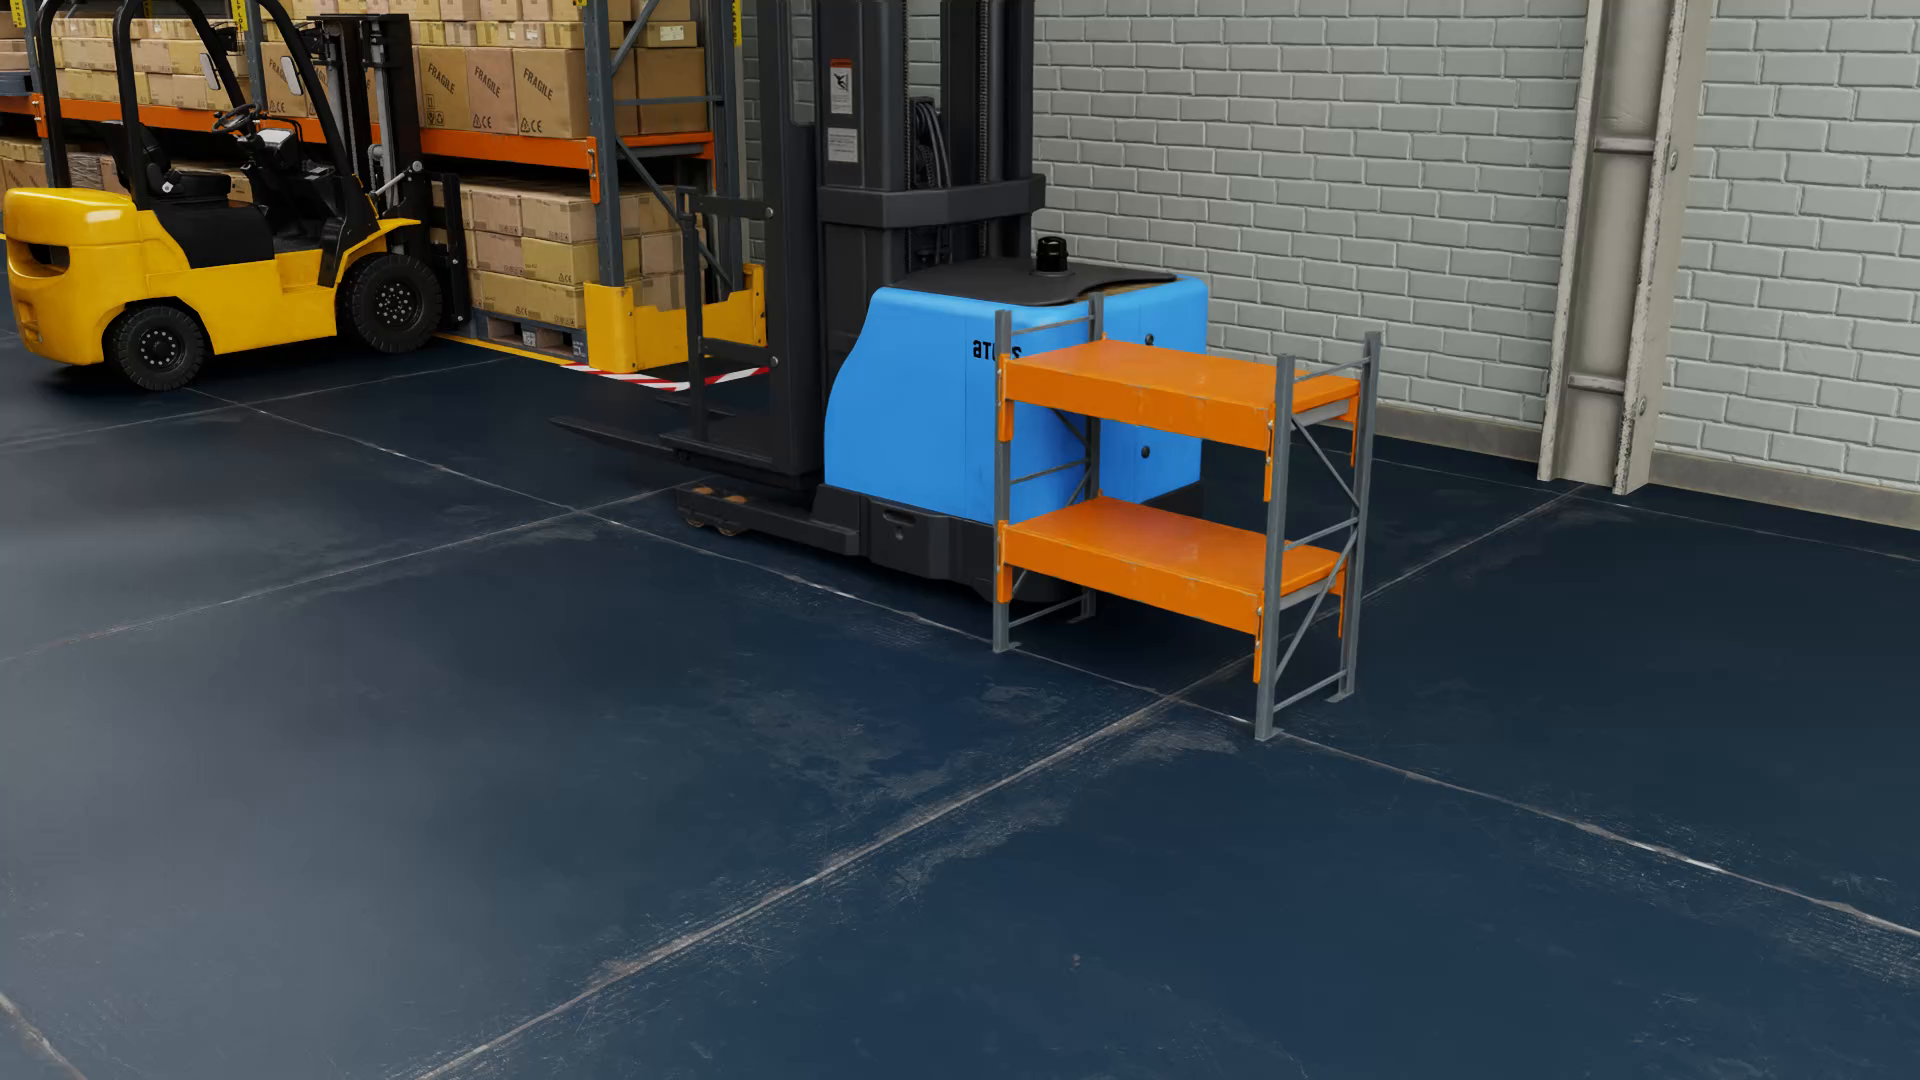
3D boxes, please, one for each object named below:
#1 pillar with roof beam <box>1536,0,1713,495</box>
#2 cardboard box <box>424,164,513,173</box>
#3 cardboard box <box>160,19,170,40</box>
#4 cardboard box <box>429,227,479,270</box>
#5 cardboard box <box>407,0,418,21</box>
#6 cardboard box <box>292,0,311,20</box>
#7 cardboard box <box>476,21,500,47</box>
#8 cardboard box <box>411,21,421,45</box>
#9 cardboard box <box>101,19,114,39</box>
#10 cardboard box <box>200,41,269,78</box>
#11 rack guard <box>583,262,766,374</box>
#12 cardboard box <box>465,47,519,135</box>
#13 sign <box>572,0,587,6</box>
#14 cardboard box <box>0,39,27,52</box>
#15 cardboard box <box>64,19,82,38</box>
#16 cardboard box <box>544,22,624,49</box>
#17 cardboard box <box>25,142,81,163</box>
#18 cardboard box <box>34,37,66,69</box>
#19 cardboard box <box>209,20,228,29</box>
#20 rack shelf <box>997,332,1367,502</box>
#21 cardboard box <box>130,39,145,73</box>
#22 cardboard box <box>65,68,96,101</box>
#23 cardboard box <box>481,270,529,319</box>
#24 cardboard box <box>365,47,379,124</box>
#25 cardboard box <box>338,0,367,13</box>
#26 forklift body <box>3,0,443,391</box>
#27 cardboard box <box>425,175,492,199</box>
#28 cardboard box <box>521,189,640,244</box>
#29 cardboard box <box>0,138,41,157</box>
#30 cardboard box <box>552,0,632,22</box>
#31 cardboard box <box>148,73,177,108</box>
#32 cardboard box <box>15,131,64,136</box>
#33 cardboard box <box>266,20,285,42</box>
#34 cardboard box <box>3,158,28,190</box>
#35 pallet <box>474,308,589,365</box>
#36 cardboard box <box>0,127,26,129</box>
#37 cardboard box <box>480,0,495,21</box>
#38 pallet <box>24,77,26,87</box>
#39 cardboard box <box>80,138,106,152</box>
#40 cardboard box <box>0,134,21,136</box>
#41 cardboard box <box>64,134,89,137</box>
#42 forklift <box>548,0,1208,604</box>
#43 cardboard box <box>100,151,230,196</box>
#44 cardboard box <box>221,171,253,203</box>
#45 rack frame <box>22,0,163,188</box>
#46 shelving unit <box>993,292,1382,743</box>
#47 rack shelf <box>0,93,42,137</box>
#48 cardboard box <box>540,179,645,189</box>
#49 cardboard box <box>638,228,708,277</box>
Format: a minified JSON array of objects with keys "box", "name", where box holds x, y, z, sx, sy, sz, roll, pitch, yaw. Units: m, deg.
[{"box":[-0.018,-3.584,3.028,0.400,9.000,9.100,15,23,39],"name":"pillar with roof beam"},{"box":[-3.463,-2.471,11.636,0.500,0.250,0.500,15,23,40],"name":"cardboard box"},{"box":[-5.913,-3.936,12.818,0.250,0.149,0.380,14,23,38],"name":"cardboard box"},{"box":[-3.065,-1.916,10.716,0.500,0.250,0.500,14,23,38],"name":"cardboard box"},{"box":[-3.285,-3.389,10.602,0.250,0.149,0.380,15,23,40],"name":"cardboard box"},{"box":[-4.409,-3.702,11.588,0.250,0.149,0.380,15,23,40],"name":"cardboard box"},{"box":[-2.713,-3.085,10.137,0.250,0.149,0.380,15,23,39],"name":"cardboard box"},{"box":[-3.274,-3.245,10.640,0.250,0.149,0.380,15,23,39],"name":"cardboard box"},{"box":[-6.694,-4.135,13.445,0.250,0.149,0.380,16,23,40],"name":"cardboard box"},{"box":[-5.254,-3.570,12.324,0.500,0.250,0.500,14,23,38],"name":"cardboard box"},{"box":[-1.708,-1.363,10.080,0.348,0.500,1.175,15,23,39],"name":"rack guard"},{"box":[-2.650,-2.753,10.161,0.500,0.500,0.500,16,24,41],"name":"cardboard box"},{"box":[-2.096,-3.104,9.128,0.005,0.325,0.100,15,23,39],"name":"sign"},{"box":[-8.713,-4.433,15.175,0.500,0.250,0.500,14,22,37],"name":"cardboard box"},{"box":[-7.257,-4.293,13.942,0.250,0.149,0.380,16,24,41],"name":"cardboard box"},{"box":[-2.171,-2.922,9.624,0.250,0.149,0.380,15,23,40],"name":"cardboard box"},{"box":[-8.247,-3.525,15.127,0.250,0.149,0.380,14,22,37],"name":"cardboard box"},{"box":[-7.556,-4.182,14.253,0.500,0.250,0.500,15,23,39],"name":"cardboard box"},{"box":[-5.325,-3.785,12.343,0.250,0.149,0.380,15,23,38],"name":"cardboard box"},{"box":[0.661,-0.395,5.031,1.000,0.278,0.538,16,24,41],"name":"rack shelf"},{"box":[-6.387,-3.881,13.304,0.500,0.250,0.500,15,23,40],"name":"cardboard box"},{"box":[-7.167,-3.848,14.025,0.500,0.250,0.500,14,23,38],"name":"cardboard box"},{"box":[-2.653,-1.574,10.463,0.500,0.250,0.500,15,23,39],"name":"cardboard box"},{"box":[-3.779,-3.060,11.129,0.500,0.500,0.500,15,23,39],"name":"cardboard box"},{"box":[-3.887,-3.528,11.040,0.250,0.149,0.380,15,23,38],"name":"cardboard box"},{"box":[-4.355,-2.123,9.745,1.214,2.155,2.313,15,23,39],"name":"forklift body"},{"box":[-3.421,-2.251,10.945,0.500,0.250,0.500,14,23,38],"name":"cardboard box"},{"box":[-2.277,-1.947,9.988,0.500,0.250,0.500,16,24,41],"name":"cardboard box"},{"box":[-8.806,-3.699,15.675,0.250,0.149,0.380,16,24,41],"name":"cardboard box"},{"box":[-2.134,-3.082,9.636,0.250,0.149,0.380,15,23,39],"name":"cardboard box"},{"box":[-5.999,-3.539,13.053,0.500,0.250,0.500,15,23,40],"name":"cardboard box"},{"box":[-9.238,-4.028,16.710,0.250,0.149,0.380,15,23,40],"name":"cardboard box"},{"box":[-4.654,-3.596,11.746,0.250,0.149,0.380,15,23,38],"name":"cardboard box"},{"box":[-8.536,-3.314,15.532,0.500,0.500,0.500,15,23,38],"name":"cardboard box"},{"box":[-2.325,-1.374,10.593,1.213,0.211,1.003,15,23,39],"name":"pallet"},{"box":[-9.847,-4.180,17.188,0.250,0.149,0.380,15,23,40],"name":"cardboard box"},{"box":[-2.689,-3.238,10.126,0.250,0.149,0.380,15,23,40],"name":"cardboard box"},{"box":[-9.167,-4.464,16.035,1.213,0.211,1.003,15,23,39],"name":"pallet"},{"box":[-8.073,-3.718,15.735,0.250,0.149,0.380,16,24,41],"name":"cardboard box"},{"box":[-9.370,-3.859,16.178,0.250,0.149,0.380,15,23,39],"name":"cardboard box"},{"box":[-8.682,-3.867,16.204,0.250,0.149,0.380,14,23,38],"name":"cardboard box"},{"box":[-0.521,-1.517,6.546,3.031,2.935,1.130,14,23,38],"name":"forklift"},{"box":[-6.758,-2.976,14.262,0.625,0.625,0.875,16,24,41],"name":"cardboard box"},{"box":[-5.115,-2.533,12.866,0.625,0.625,0.875,16,24,42],"name":"cardboard box"},{"box":[-7.709,-4.166,14.779,0.127,3.000,1.000,15,23,39],"name":"rack frame"},{"box":[0.661,-0.117,5.119,1.048,1.125,0.538,16,24,41],"name":"shelving unit"},{"box":[-9.205,-4.224,16.153,4.000,0.370,1.077,15,23,39],"name":"rack shelf"},{"box":[-2.336,-2.164,10.671,0.500,0.250,0.500,15,23,39],"name":"cardboard box"},{"box":[-1.940,-1.829,10.440,0.500,0.250,0.500,16,23,40],"name":"cardboard box"}]
